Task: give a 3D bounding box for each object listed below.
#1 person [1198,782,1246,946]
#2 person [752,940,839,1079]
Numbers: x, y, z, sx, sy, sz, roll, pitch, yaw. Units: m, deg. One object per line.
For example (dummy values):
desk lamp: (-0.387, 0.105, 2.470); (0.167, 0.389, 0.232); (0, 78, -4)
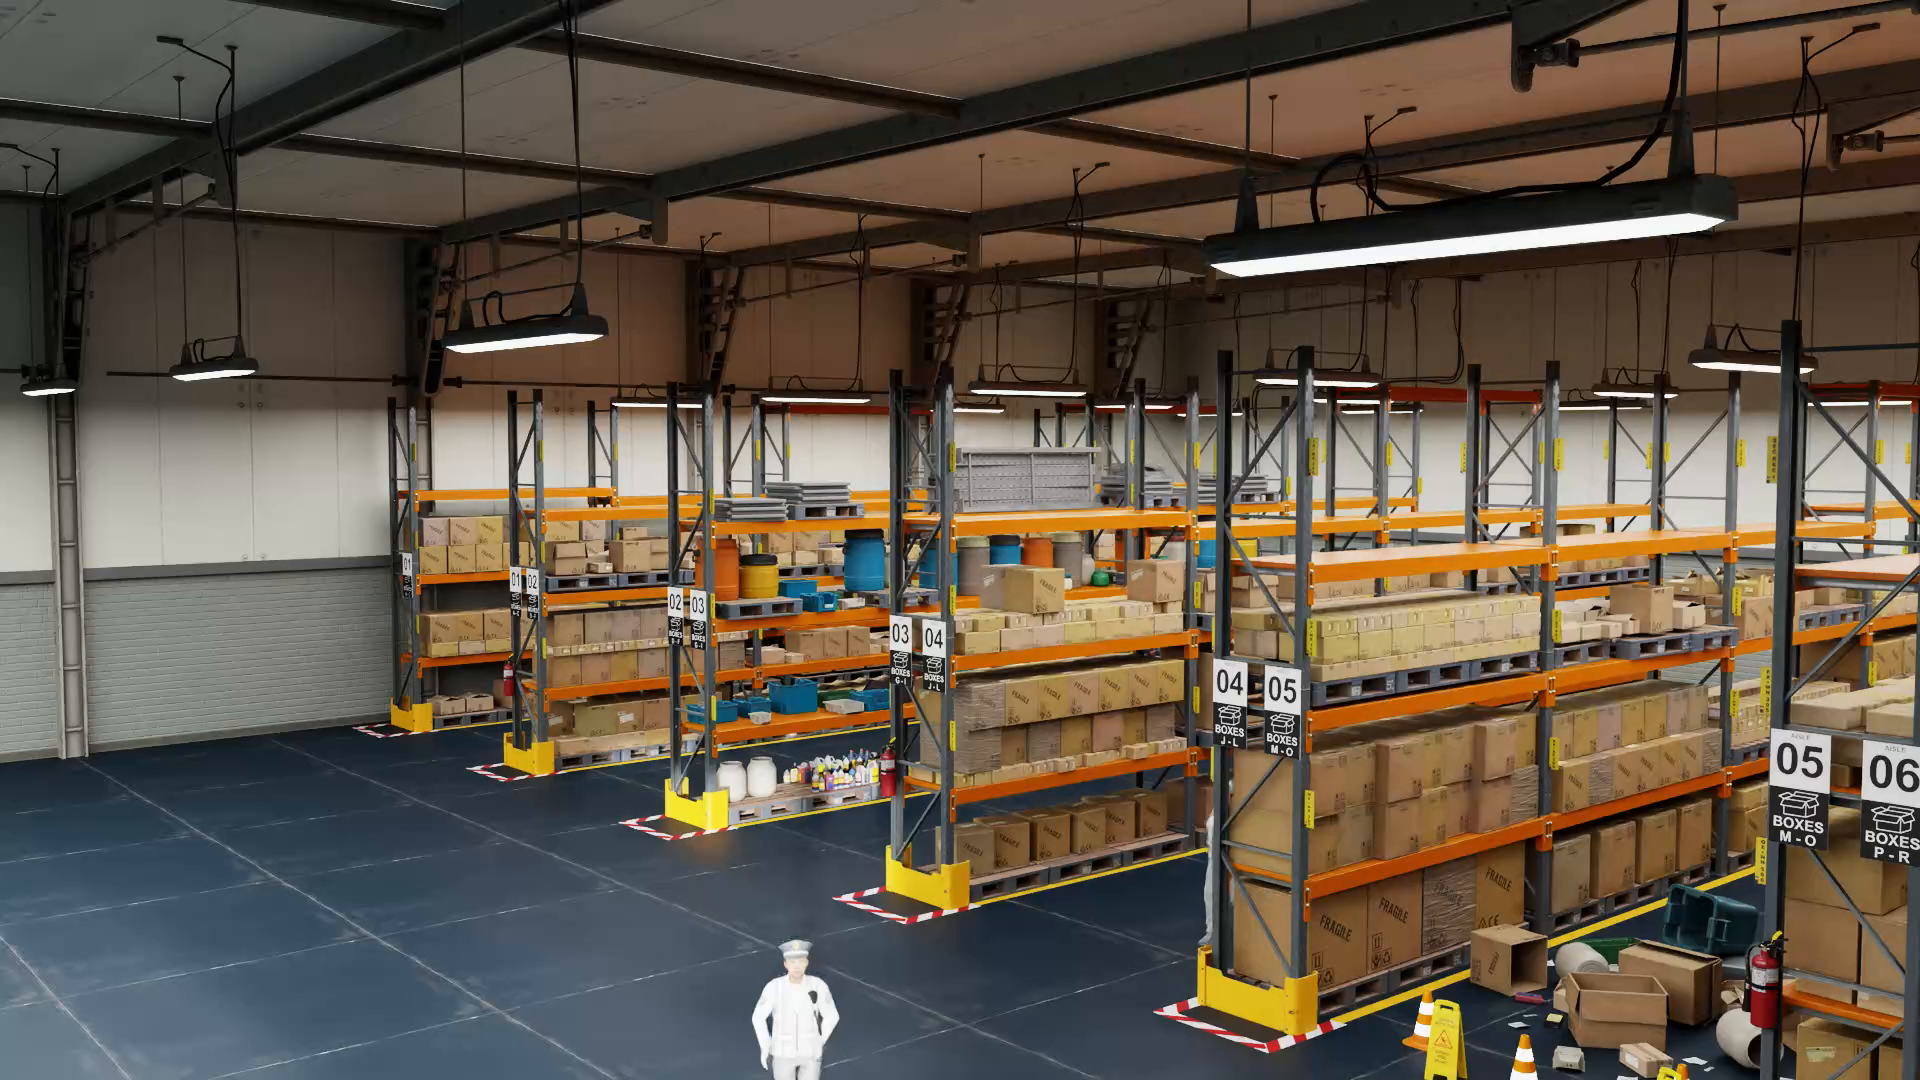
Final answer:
person: (2.812, 3.341, 17.283); (0.835, 1.677, 0.611); (-2, 4, -36)
person: (-1.166, 3.653, 11.862); (0.615, 1.652, 0.555); (-1, 3, -10)
